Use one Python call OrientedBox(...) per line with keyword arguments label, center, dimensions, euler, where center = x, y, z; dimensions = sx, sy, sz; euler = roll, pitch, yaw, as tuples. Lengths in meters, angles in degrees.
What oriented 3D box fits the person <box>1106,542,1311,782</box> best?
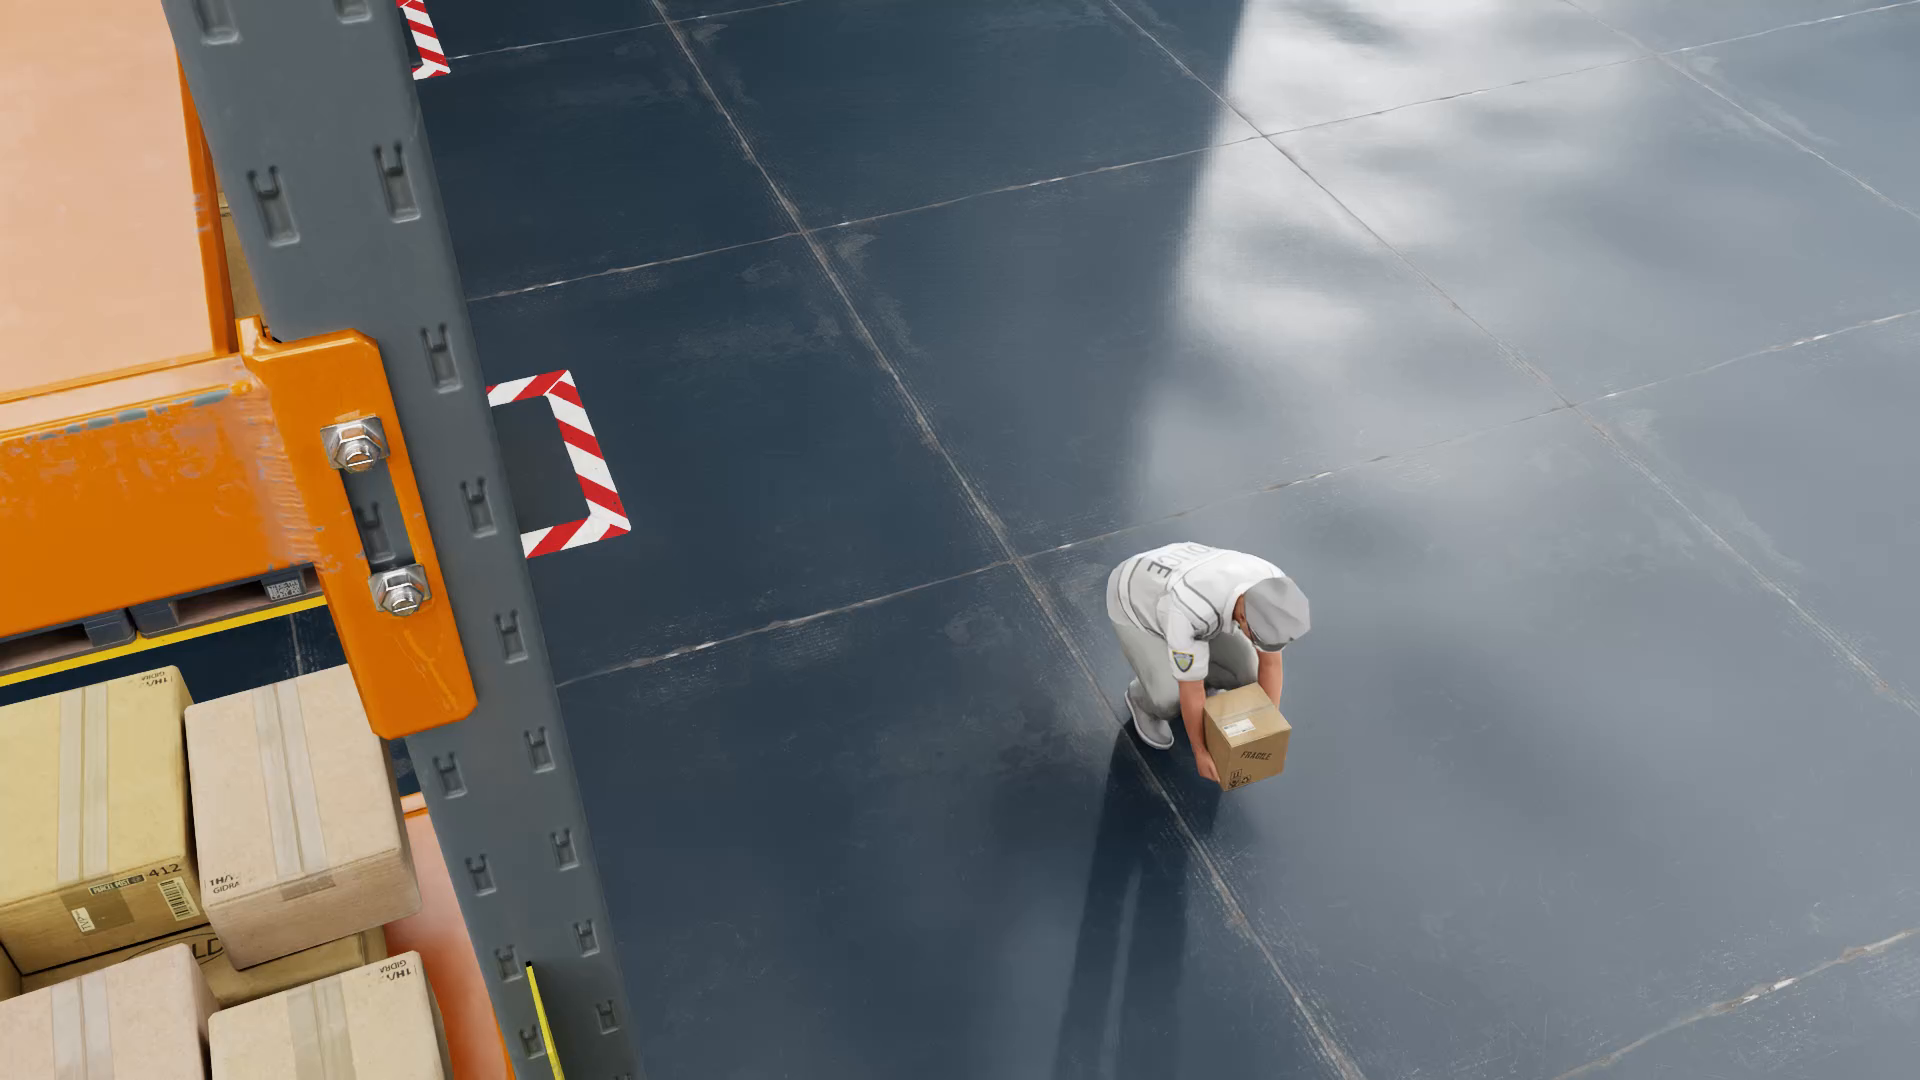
OrientedBox(label="person", center=(0.921, 0.374, 6.292), dimensions=(0.526, 1.025, 0.919), euler=(-16, 44, -18))
